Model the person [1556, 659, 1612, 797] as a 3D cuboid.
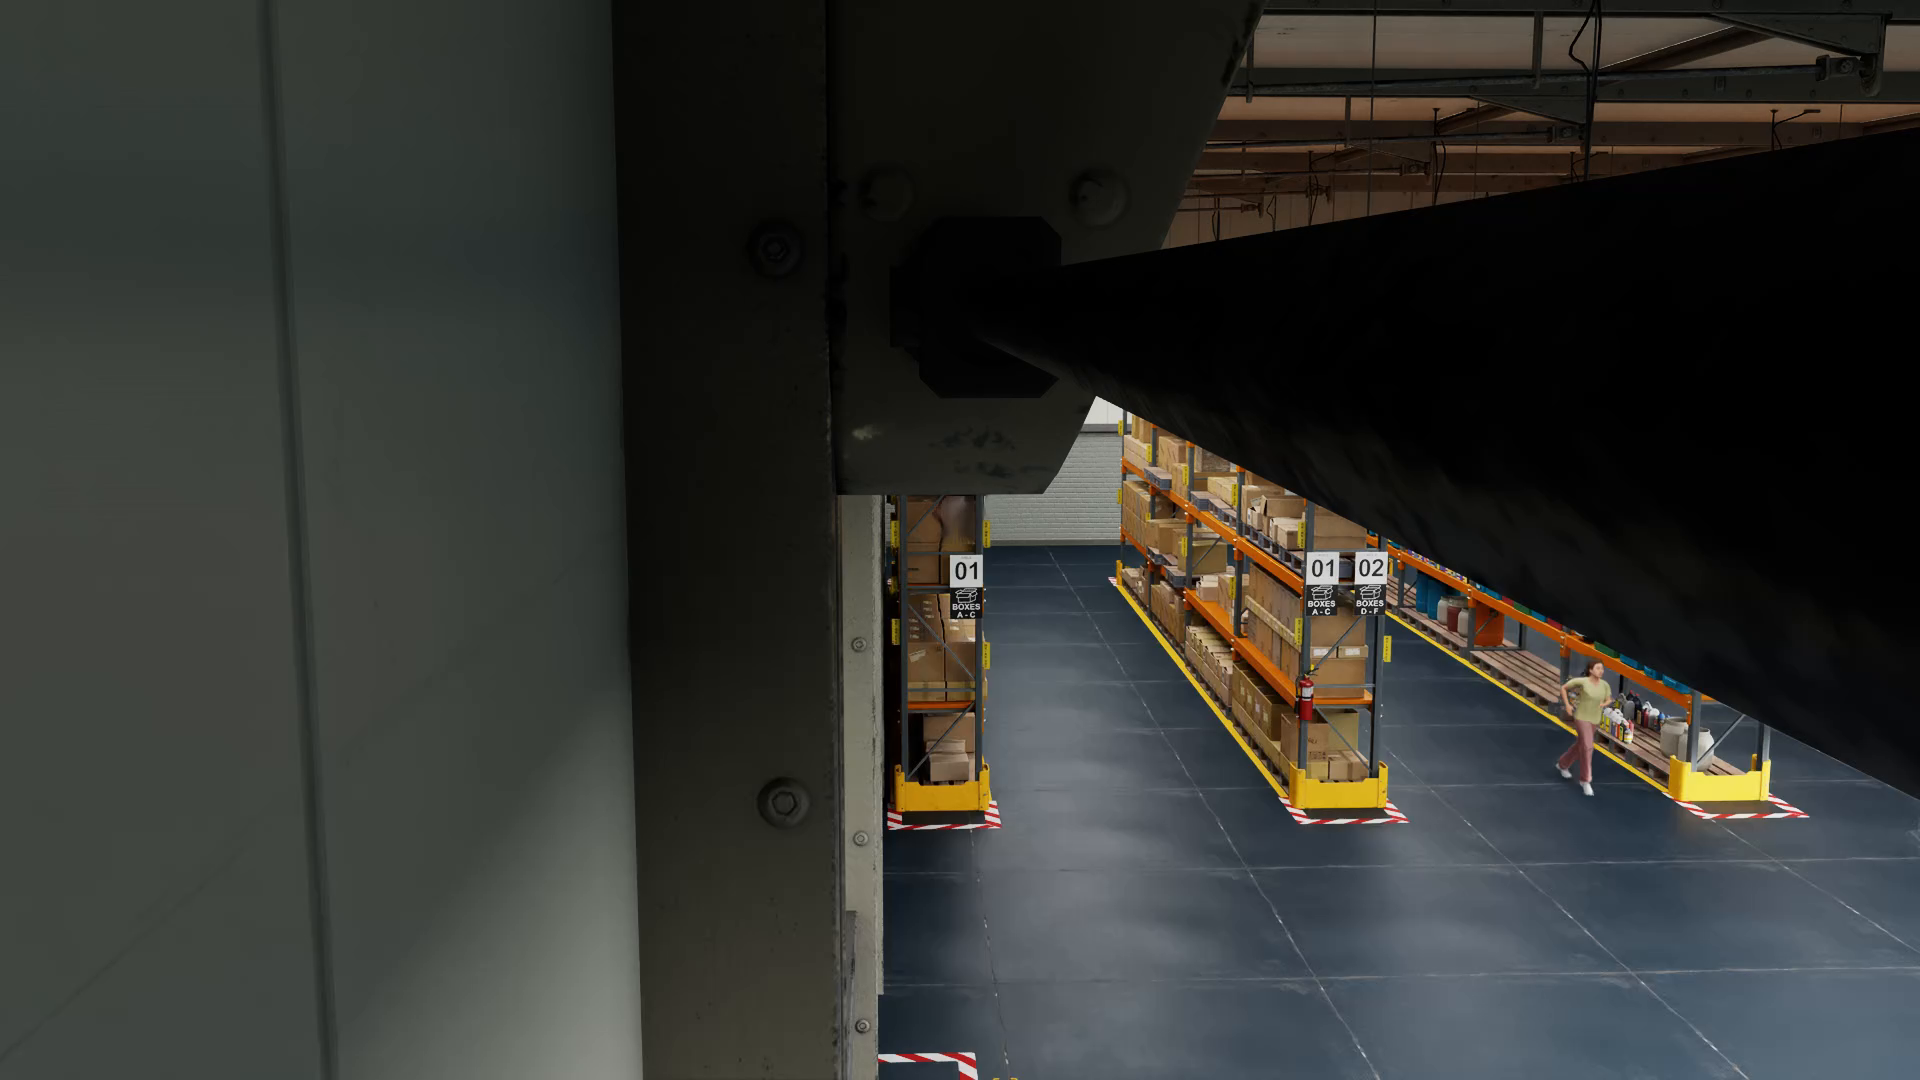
[{"bbox_3d":[8.116,2.359,21.480,0.584,1.690,0.887,-3,9,-18],"label":"person"}]
